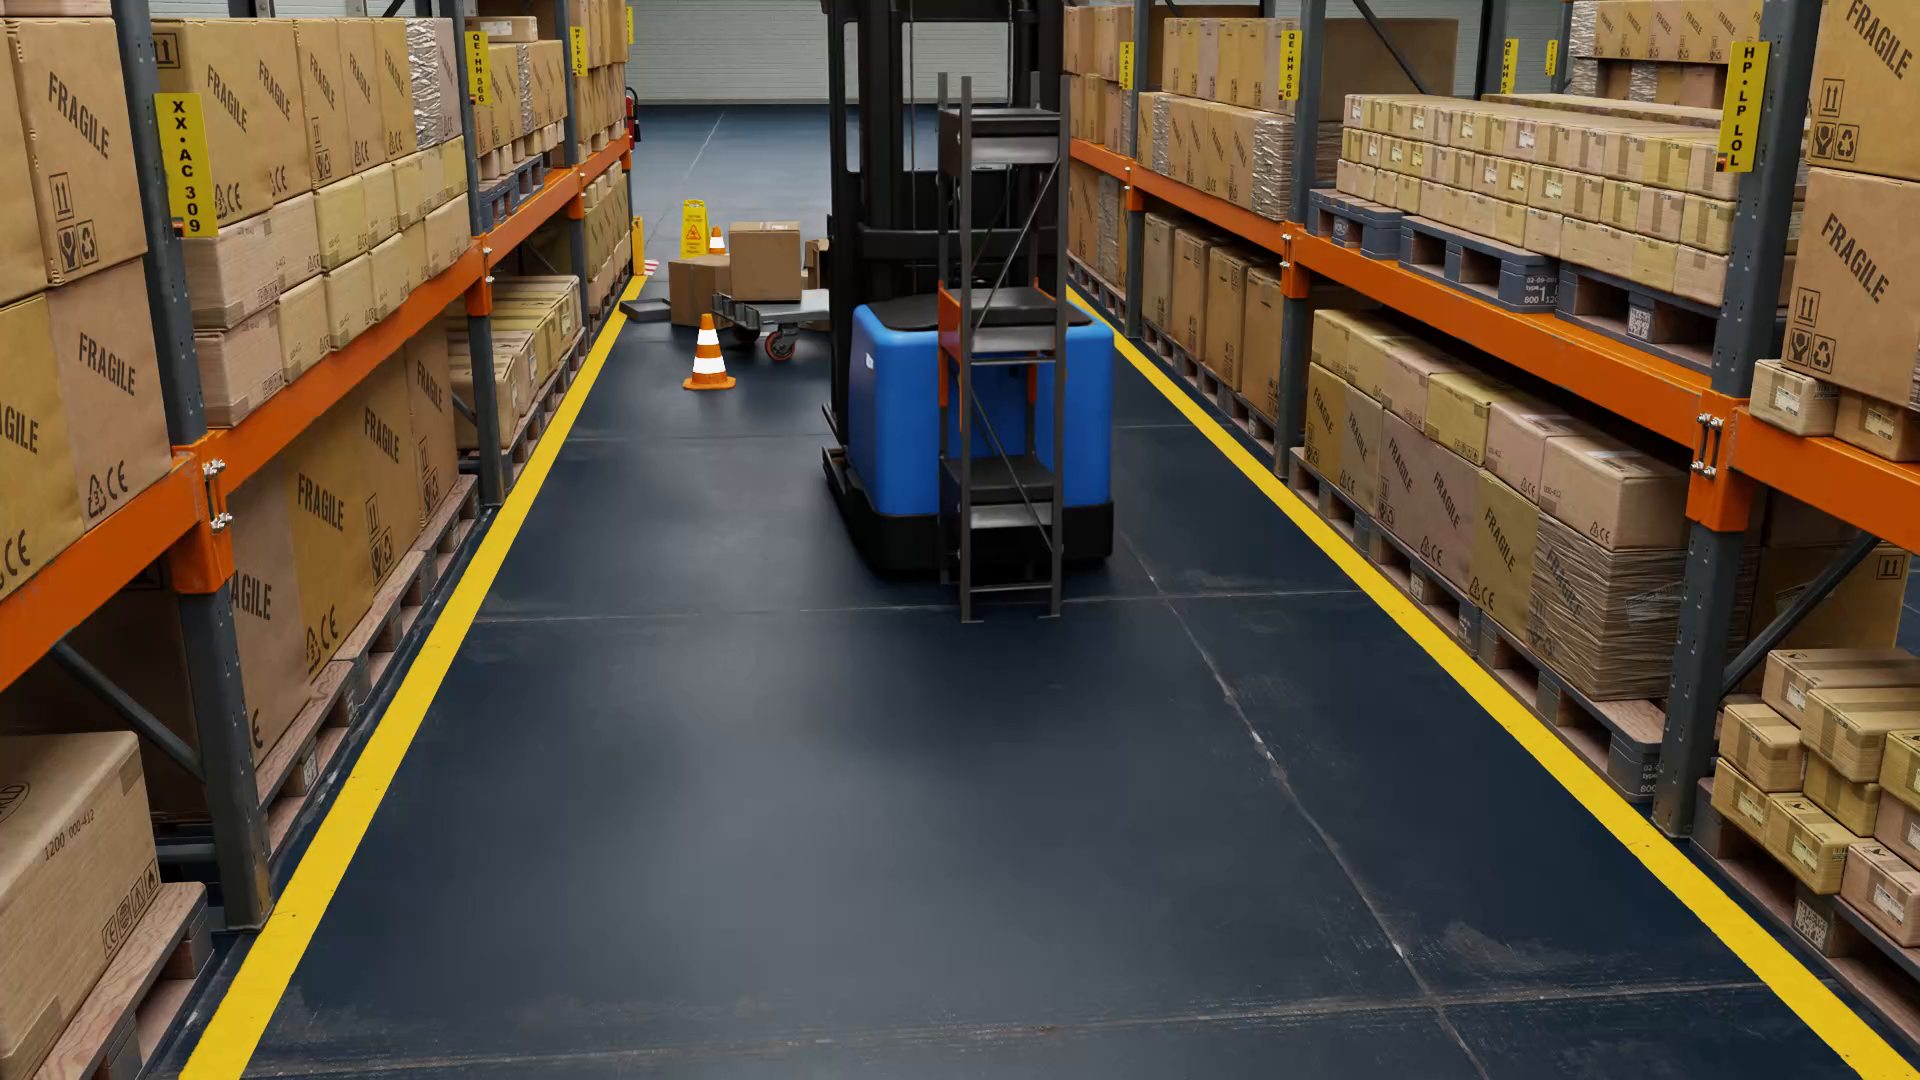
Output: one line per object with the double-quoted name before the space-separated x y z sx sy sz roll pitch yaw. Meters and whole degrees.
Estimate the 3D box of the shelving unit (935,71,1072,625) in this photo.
"shelving unit" 0.158 -0.748 6.556 0.431 2.100 0.503 -3 18 -10

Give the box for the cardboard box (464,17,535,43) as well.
"cardboard box" -2.761 -3.065 9.985 0.380 0.149 0.250 -3 18 -8

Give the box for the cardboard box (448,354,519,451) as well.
"cardboard box" -2.804 -0.706 8.603 0.950 0.372 0.625 -3 18 -9

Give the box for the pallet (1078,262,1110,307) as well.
"pallet" 1.615 -2.228 14.422 1.003 0.211 1.213 -2 18 -6

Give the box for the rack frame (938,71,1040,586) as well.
"rack frame" 0.114 -0.820 6.784 0.400 2.100 0.015 -3 18 -10

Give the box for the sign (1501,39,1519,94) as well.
"sign" 2.696 -2.308 8.219 0.100 0.325 0.005 -2 18 -6

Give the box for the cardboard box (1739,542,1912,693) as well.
"cardboard box" 2.757 0.182 5.561 0.500 0.500 0.500 -1 17 -3

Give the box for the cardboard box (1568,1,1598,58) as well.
"cardboard box" 6.062 -4.775 15.545 0.500 0.500 0.500 -2 18 -6

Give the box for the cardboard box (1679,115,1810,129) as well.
"cardboard box" 2.852 -1.463 6.054 0.380 0.149 0.250 -1 17 -4

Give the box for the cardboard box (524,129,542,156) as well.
"cardboard box" -2.750 -2.414 10.076 0.380 0.149 0.250 -2 18 -6

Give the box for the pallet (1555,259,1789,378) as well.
"pallet" 2.636 -0.723 5.291 1.003 0.211 1.213 -2 18 -6

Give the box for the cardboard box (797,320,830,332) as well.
"cardboard box" -1.118 -1.787 12.925 0.396 0.266 0.258 16 24 42

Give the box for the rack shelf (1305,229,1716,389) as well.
"rack shelf" 2.363 -0.928 6.499 0.919 0.124 3.809 -2 18 -6

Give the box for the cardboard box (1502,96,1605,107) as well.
"cardboard box" 2.687 -1.931 7.546 0.380 0.149 0.250 -2 18 -6

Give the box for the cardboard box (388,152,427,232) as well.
"cardboard box" -2.324 -1.317 6.278 0.500 0.250 0.500 -2 18 -7

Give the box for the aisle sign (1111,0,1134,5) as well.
"aisle sign" 1.623 -5.428 15.618 0.394 0.787 0.004 -2 18 -6

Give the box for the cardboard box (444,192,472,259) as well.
"cardboard box" -2.446 -1.376 7.304 0.500 0.250 0.500 -2 18 -8

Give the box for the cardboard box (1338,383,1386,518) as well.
"cardboard box" 2.032 -0.413 7.457 0.500 0.500 0.500 -2 17 -5

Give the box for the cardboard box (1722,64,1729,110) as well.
"cardboard box" 6.687 -3.564 13.358 0.875 0.500 0.500 -2 18 -6

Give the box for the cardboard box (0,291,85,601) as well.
"cardboard box" -1.983 -0.163 3.022 0.500 0.500 0.500 -2 18 -7

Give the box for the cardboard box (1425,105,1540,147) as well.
"cardboard box" 2.120 -1.682 6.751 0.380 0.149 0.250 -1 17 -3

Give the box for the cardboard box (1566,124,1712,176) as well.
"cardboard box" 2.254 -1.295 5.519 0.380 0.149 0.250 -2 18 -6

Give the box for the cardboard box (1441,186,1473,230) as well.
"cardboard box" 2.141 -1.320 6.591 0.380 0.149 0.250 -2 17 -5

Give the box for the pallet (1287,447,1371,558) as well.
"pallet" 2.236 -0.210 7.995 1.003 0.211 1.213 -2 18 -6

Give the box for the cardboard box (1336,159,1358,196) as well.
"cardboard box" 2.003 -1.715 7.849 0.380 0.149 0.250 -2 18 -6

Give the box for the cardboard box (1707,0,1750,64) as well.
"cardboard box" 6.316 -4.030 13.172 0.500 0.500 0.500 -2 18 -6

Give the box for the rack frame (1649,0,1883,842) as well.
"rack frame" 2.570 -0.582 4.523 1.000 3.000 0.127 -2 18 -6

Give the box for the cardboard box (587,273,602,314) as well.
"cardboard box" -2.961 -1.855 12.467 0.500 0.250 0.500 -3 18 -8

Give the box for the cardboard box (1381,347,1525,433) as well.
"cardboard box" 2.078 -0.627 6.887 0.500 0.250 0.500 -2 18 -5

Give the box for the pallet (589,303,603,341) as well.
"pallet" -3.273 -1.651 12.583 1.003 0.211 1.213 -2 18 -6

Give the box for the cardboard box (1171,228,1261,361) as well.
"cardboard box" 1.994 -1.623 10.893 1.050 0.750 0.750 -2 18 -6

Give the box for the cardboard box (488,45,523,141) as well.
"cardboard box" -2.694 -2.435 9.060 0.500 0.500 0.500 -1 17 -5

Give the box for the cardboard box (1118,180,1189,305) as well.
"cardboard box" 1.749 -2.342 12.974 0.875 0.875 0.875 -2 17 -5

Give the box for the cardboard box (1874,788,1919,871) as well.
"cardboard box" 2.465 0.698 4.008 0.380 0.149 0.250 -2 18 -6

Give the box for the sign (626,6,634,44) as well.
"sign" -3.027 -4.688 15.142 0.100 0.325 0.005 -2 18 -6

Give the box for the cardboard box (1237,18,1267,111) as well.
"cardboard box" 2.012 -2.736 9.547 0.700 0.500 0.500 -2 18 -6

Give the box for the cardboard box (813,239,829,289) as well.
"cardboard box" -0.777 -2.124 13.377 0.797 0.637 0.503 -2 18 -6

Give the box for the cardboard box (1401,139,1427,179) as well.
"cardboard box" 2.095 -1.610 7.021 0.380 0.149 0.250 -2 18 -5

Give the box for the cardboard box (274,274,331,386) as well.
"cardboard box" -2.181 -0.621 4.897 0.500 0.250 0.500 -2 18 -7

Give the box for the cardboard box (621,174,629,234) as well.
"cardboard box" -3.239 -2.990 14.830 0.500 0.500 0.500 -2 18 -5

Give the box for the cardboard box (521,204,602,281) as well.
"cardboard box" -2.961 -2.213 12.355 0.500 0.500 0.500 -1 17 -3

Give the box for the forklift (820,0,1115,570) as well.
"forklift" -0.109 -1.671 8.105 1.130 2.935 3.031 -3 18 -10

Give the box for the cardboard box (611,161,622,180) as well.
"cardboard box" -3.134 -3.192 14.391 0.380 0.149 0.250 -1 17 -4

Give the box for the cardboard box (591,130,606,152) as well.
"cardboard box" -3.005 -3.148 13.115 0.380 0.149 0.250 -2 18 -5

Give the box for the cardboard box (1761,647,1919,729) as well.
"cardboard box" 2.399 0.403 4.450 0.380 0.149 0.250 -1 17 -3

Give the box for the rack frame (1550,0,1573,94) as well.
"rack frame" 6.276 -4.280 16.303 1.000 3.000 0.127 -2 18 -6

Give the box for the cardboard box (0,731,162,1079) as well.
"cardboard box" -2.385 0.814 3.654 0.875 0.438 0.875 -2 18 -6

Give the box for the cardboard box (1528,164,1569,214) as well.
"cardboard box" 2.223 -1.228 5.803 0.380 0.149 0.250 -3 18 -8

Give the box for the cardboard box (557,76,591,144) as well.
"cardboard box" -2.937 -3.112 11.917 0.500 0.500 0.500 -2 18 -6

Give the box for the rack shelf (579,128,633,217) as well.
"rack shelf" -3.375 -3.035 13.537 1.077 0.370 4.000 -2 18 -6

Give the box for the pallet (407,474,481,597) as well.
"pallet" -2.750 -0.023 7.398 1.003 0.211 1.213 -2 18 -6

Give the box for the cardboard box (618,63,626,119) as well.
"cardboard box" -3.251 -4.010 14.780 0.500 0.500 0.500 -2 18 -7

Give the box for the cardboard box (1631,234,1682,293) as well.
"cardboard box" 2.304 -0.852 5.101 0.380 0.149 0.250 -2 18 -5

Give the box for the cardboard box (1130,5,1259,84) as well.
"cardboard box" 1.741 -3.663 12.284 0.875 0.550 0.550 -2 18 -6

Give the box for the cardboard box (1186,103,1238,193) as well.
"cardboard box" 1.685 -2.397 10.138 0.500 0.500 0.500 -2 17 -5

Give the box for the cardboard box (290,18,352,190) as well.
"cardboard box" -2.232 -1.364 5.177 0.500 0.500 0.500 -2 18 -7
